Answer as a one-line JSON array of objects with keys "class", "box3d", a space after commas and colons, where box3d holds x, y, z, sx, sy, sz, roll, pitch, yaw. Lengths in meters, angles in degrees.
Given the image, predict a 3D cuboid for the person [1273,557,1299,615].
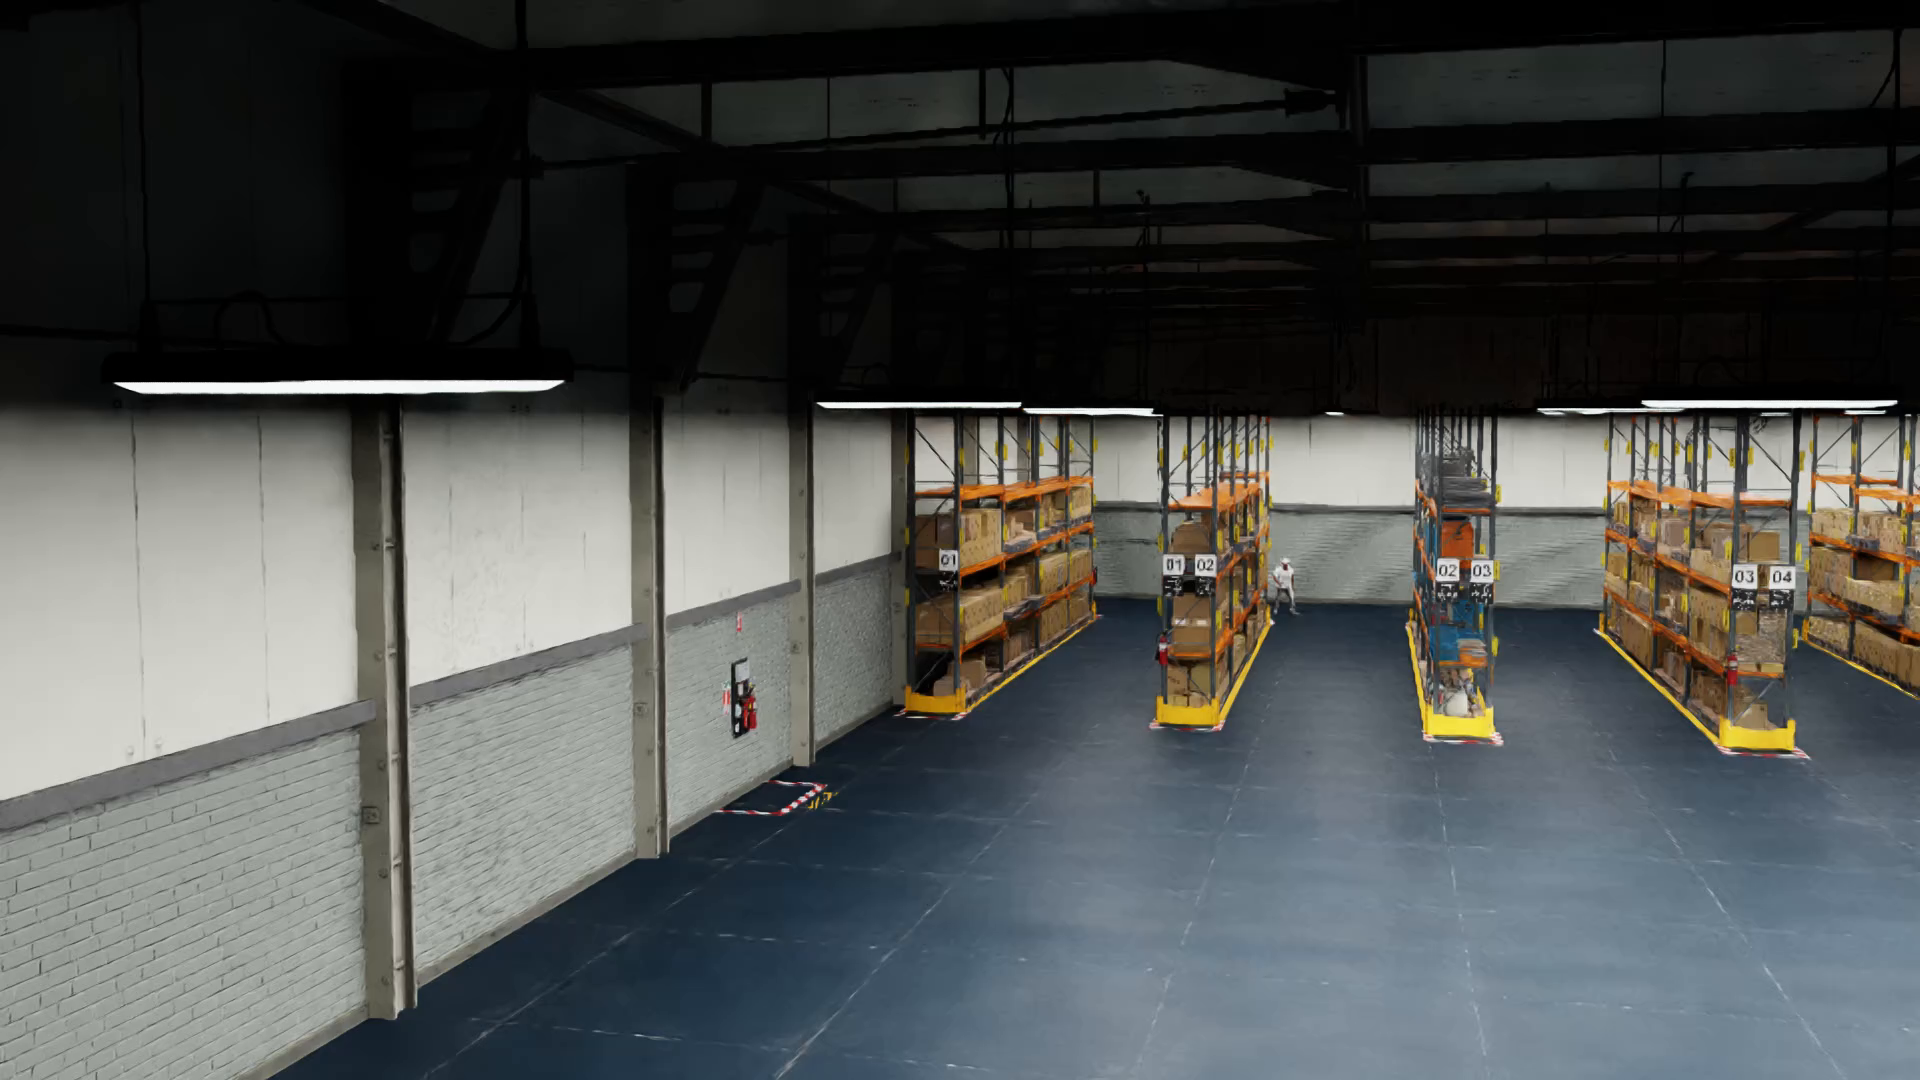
[{"class": "person", "box3d": [9.454, 1.333, 48.522, 0.712, 1.696, 0.831, 0, 4, -4]}]
